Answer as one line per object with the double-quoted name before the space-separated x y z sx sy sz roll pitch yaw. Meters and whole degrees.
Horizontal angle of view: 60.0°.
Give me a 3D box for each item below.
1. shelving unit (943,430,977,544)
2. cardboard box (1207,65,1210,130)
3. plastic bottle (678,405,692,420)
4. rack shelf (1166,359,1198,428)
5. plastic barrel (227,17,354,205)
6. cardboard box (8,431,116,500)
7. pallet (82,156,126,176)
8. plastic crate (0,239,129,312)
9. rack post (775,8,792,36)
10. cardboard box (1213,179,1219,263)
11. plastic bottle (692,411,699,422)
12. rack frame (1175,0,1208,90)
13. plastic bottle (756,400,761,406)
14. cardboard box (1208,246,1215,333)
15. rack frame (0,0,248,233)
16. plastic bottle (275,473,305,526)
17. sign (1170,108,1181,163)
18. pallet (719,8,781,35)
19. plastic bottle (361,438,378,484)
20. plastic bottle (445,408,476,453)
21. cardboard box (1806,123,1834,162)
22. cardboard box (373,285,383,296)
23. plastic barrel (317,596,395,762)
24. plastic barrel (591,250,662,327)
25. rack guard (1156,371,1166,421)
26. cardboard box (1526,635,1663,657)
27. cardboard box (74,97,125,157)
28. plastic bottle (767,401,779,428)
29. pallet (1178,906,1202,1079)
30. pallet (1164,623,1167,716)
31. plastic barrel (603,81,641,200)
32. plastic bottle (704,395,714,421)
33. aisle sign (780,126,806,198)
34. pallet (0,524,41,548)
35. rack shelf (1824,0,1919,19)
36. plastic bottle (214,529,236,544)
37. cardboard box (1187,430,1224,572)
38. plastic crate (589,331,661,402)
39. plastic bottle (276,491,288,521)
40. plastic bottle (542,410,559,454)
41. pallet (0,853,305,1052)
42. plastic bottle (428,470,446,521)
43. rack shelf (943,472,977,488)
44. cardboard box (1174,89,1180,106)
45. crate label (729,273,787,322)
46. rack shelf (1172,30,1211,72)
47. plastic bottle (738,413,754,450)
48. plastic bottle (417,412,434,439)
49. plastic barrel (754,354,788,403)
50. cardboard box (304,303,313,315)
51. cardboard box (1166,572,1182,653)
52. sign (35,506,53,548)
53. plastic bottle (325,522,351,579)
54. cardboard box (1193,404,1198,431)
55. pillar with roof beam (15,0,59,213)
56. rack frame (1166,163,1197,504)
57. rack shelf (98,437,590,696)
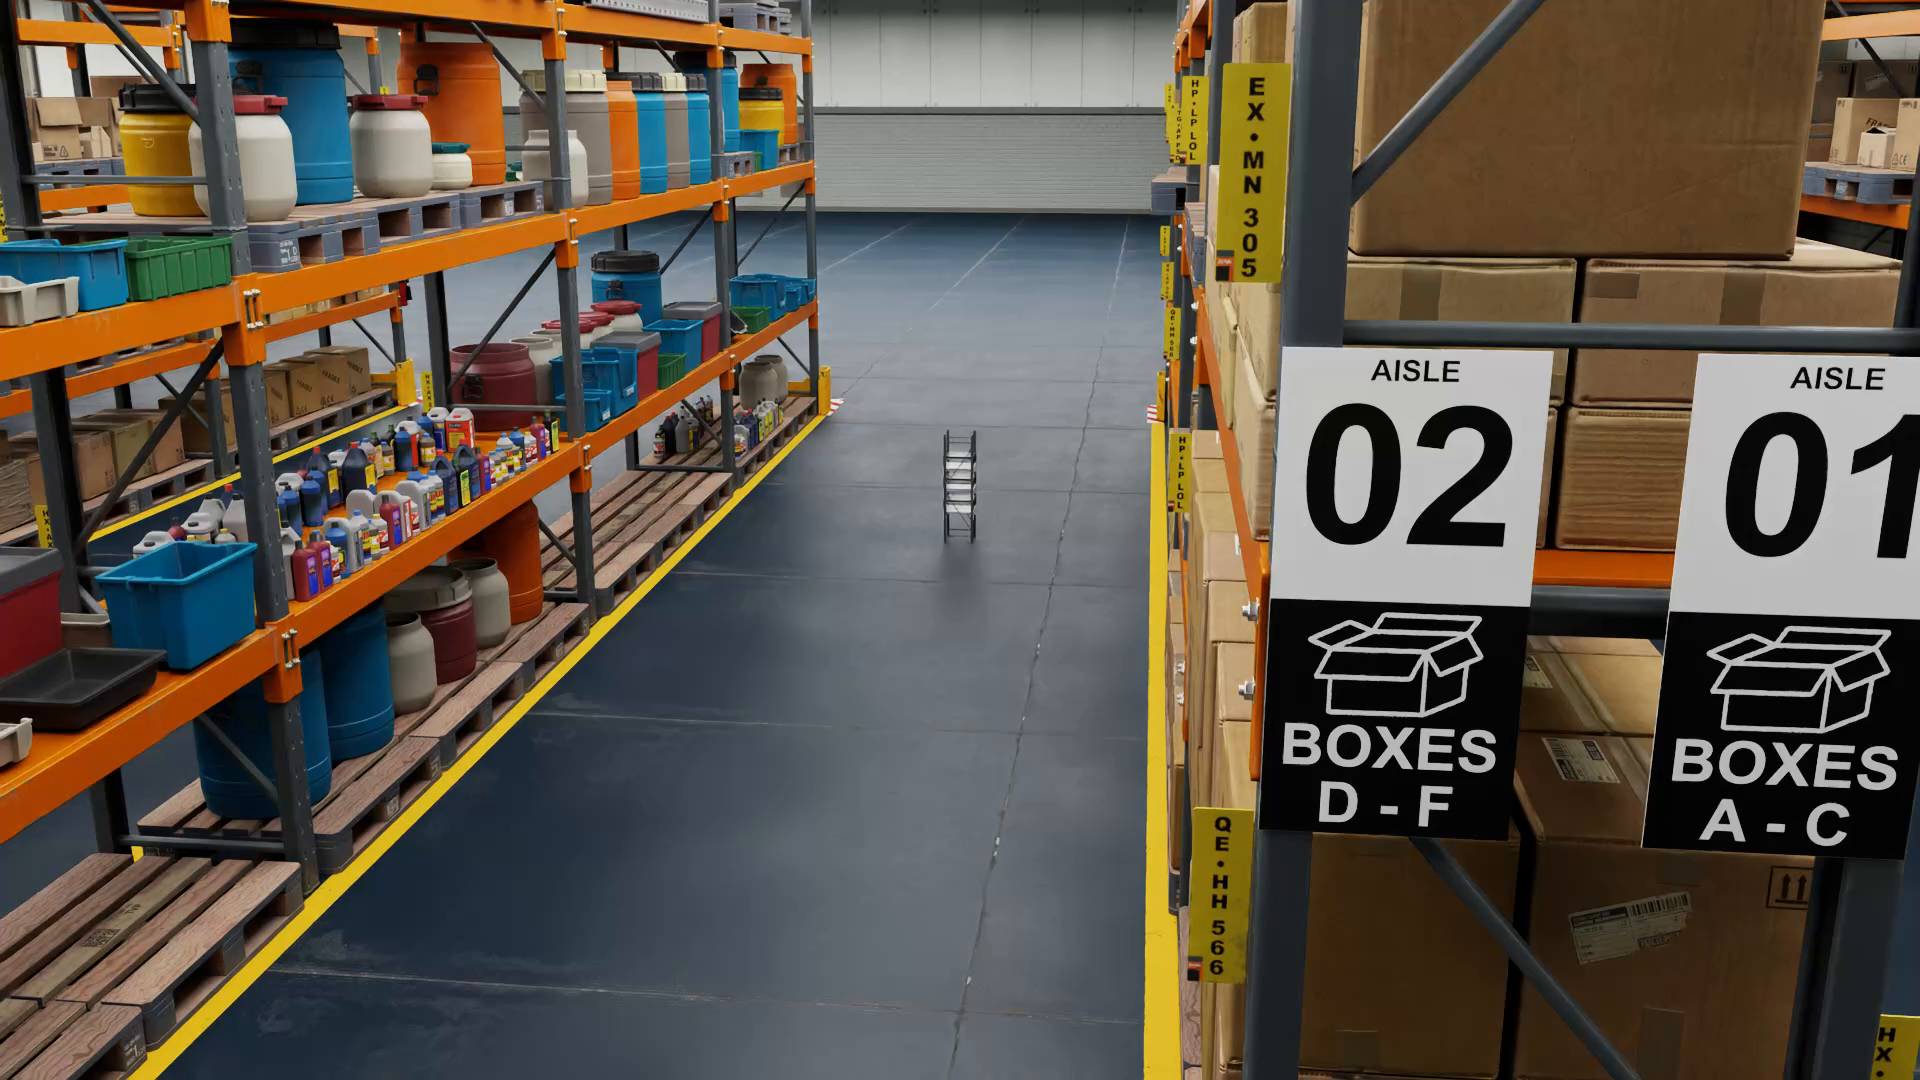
"shelving unit" -0.001 -0.432 13.537 0.258 0.900 0.210 2 15 6
"cardboard box" 2.238 -3.552 13.350 0.500 0.500 0.500 2 15 7
"plastic bottle" -2.730 -1.160 16.436 0.144 0.351 0.185 2 15 6
"rack shelf" 2.121 -0.904 12.637 1.077 0.370 4.000 2 15 6
"plastic barrel" -3.436 -2.182 8.473 0.600 0.901 0.708 2 15 6
"cardboard box" -7.721 -0.642 14.235 0.700 0.500 0.500 0 15 1
"pallet" -7.671 -3.263 14.597 1.213 0.211 1.003 2 15 6
"plastic crate" -3.262 -0.964 6.054 0.416 0.233 0.300 2 15 6
"rack post" -2.335 -5.417 17.412 0.937 0.300 0.954 3 15 12
"cardboard box" 1.020 -0.934 4.954 0.500 0.250 0.500 2 15 6
"plastic bottle" -2.625 -1.131 16.458 0.061 0.283 0.133 2 15 6
"rack frame" 2.798 -5.704 17.515 1.000 3.000 0.127 2 15 6
"plastic bottle" -2.056 -1.305 17.102 0.061 0.283 0.133 2 15 6
"cardboard box" 1.083 -0.822 5.498 0.500 0.250 0.500 2 15 6
"rack frame" -3.477 -2.738 6.548 1.000 3.000 0.127 2 15 6
"plastic bottle" -3.614 -0.215 8.947 0.152 0.276 0.135 2 15 6
"sign" 1.345 -2.487 10.224 0.100 0.325 0.005 2 15 6
"pallet" -2.374 -5.061 16.266 1.003 0.211 1.213 2 15 6
"plastic bottle" -3.529 -0.471 9.904 0.097 0.271 0.097 0 15 0
"plastic bottle" -3.244 -0.712 10.788 0.152 0.276 0.135 2 15 6
"cardboard box" 7.081 -3.270 14.032 0.500 0.500 0.500 2 15 8
"cardboard box" -6.871 -2.899 19.118 0.380 0.149 0.250 2 15 6
"plastic barrel" -3.319 0.644 8.750 0.600 0.901 0.708 2 15 6
"plastic barrel" -2.919 -2.068 14.602 0.600 0.901 0.708 2 15 6
"rack guard" 2.801 -1.607 18.648 1.175 0.500 0.348 2 15 6
"cardboard box" 1.418 0.439 4.187 0.500 0.500 0.500 2 15 7
"cardboard box" -7.647 -3.644 14.644 0.797 0.503 0.637 1 15 3
"plastic bottle" -1.950 -1.298 17.092 0.152 0.276 0.135 2 15 7
"pallet" 1.366 1.829 6.494 1.003 0.211 1.213 2 15 6
"pallet" 1.774 0.806 10.277 1.003 0.211 1.213 2 15 6
"plastic barrel" -2.643 -2.911 12.112 0.600 0.830 0.708 2 15 6
"plastic bottle" -2.637 -1.389 17.435 0.097 0.271 0.097 0 15 0
"aisle sign" -1.820 -4.219 18.539 0.394 0.787 0.004 2 15 6
"pallet" -7.857 0.118 12.821 1.003 0.211 1.213 2 15 6
"rack shelf" 7.495 -4.691 15.155 1.077 0.370 4.000 2 15 6
"plastic bottle" -3.586 0.046 8.125 0.097 0.201 0.097 0 15 0
"cardboard box" 1.112 -0.112 6.224 0.500 0.500 0.500 2 15 8
"plastic crate" -2.539 -1.321 12.676 0.402 0.464 0.583 2 15 6
"plastic bottle" -3.529 -0.118 8.600 0.097 0.271 0.097 0 15 0
"plastic bottle" -2.647 -0.706 10.749 0.061 0.283 0.133 2 15 6
"pallet" -3.521 1.696 6.986 1.003 0.211 1.213 2 15 6
"plastic bottle" -2.864 -0.244 9.063 0.097 0.271 0.097 0 15 0
"rack shelf" -0.001 -0.487 13.522 0.258 0.077 0.200 2 15 6
"cardboard box" 2.339 -4.151 16.258 0.500 0.500 0.500 2 15 6
"crate label" -2.062 -2.486 17.042 0.502 0.435 0.616 2 15 6
"rack shelf" 2.573 -4.644 15.743 1.077 0.370 4.000 2 15 6
"plastic bottle" -2.071 -1.048 16.022 0.144 0.351 0.185 2 15 8
"plastic bottle" -3.436 -0.685 10.697 0.097 0.271 0.097 0 15 0
"plastic barrel" -2.121 -1.783 18.472 0.421 0.512 0.421 0 15 0
"cardboard box" -7.033 -2.444 17.436 0.380 0.149 0.250 2 15 6
"cardboard box" 1.507 0.507 9.986 0.500 0.500 0.500 1 15 4
"sign" -4.023 0.008 7.357 0.100 0.325 0.005 2 15 6
"plastic bottle" -2.991 0.047 7.988 0.097 0.271 0.097 0 15 0
"cardboard box" 1.582 -0.406 8.422 0.700 0.500 0.500 -2 15 -8
"pillar with roof beam" -16.489 -10.821 36.441 9.100 9.000 0.400 2 15 6
"rack frame" 2.347 -1.770 14.462 1.000 3.000 0.127 2 15 6
"rack shelf" -3.251 -0.014 9.344 1.077 0.370 4.000 2 15 6
